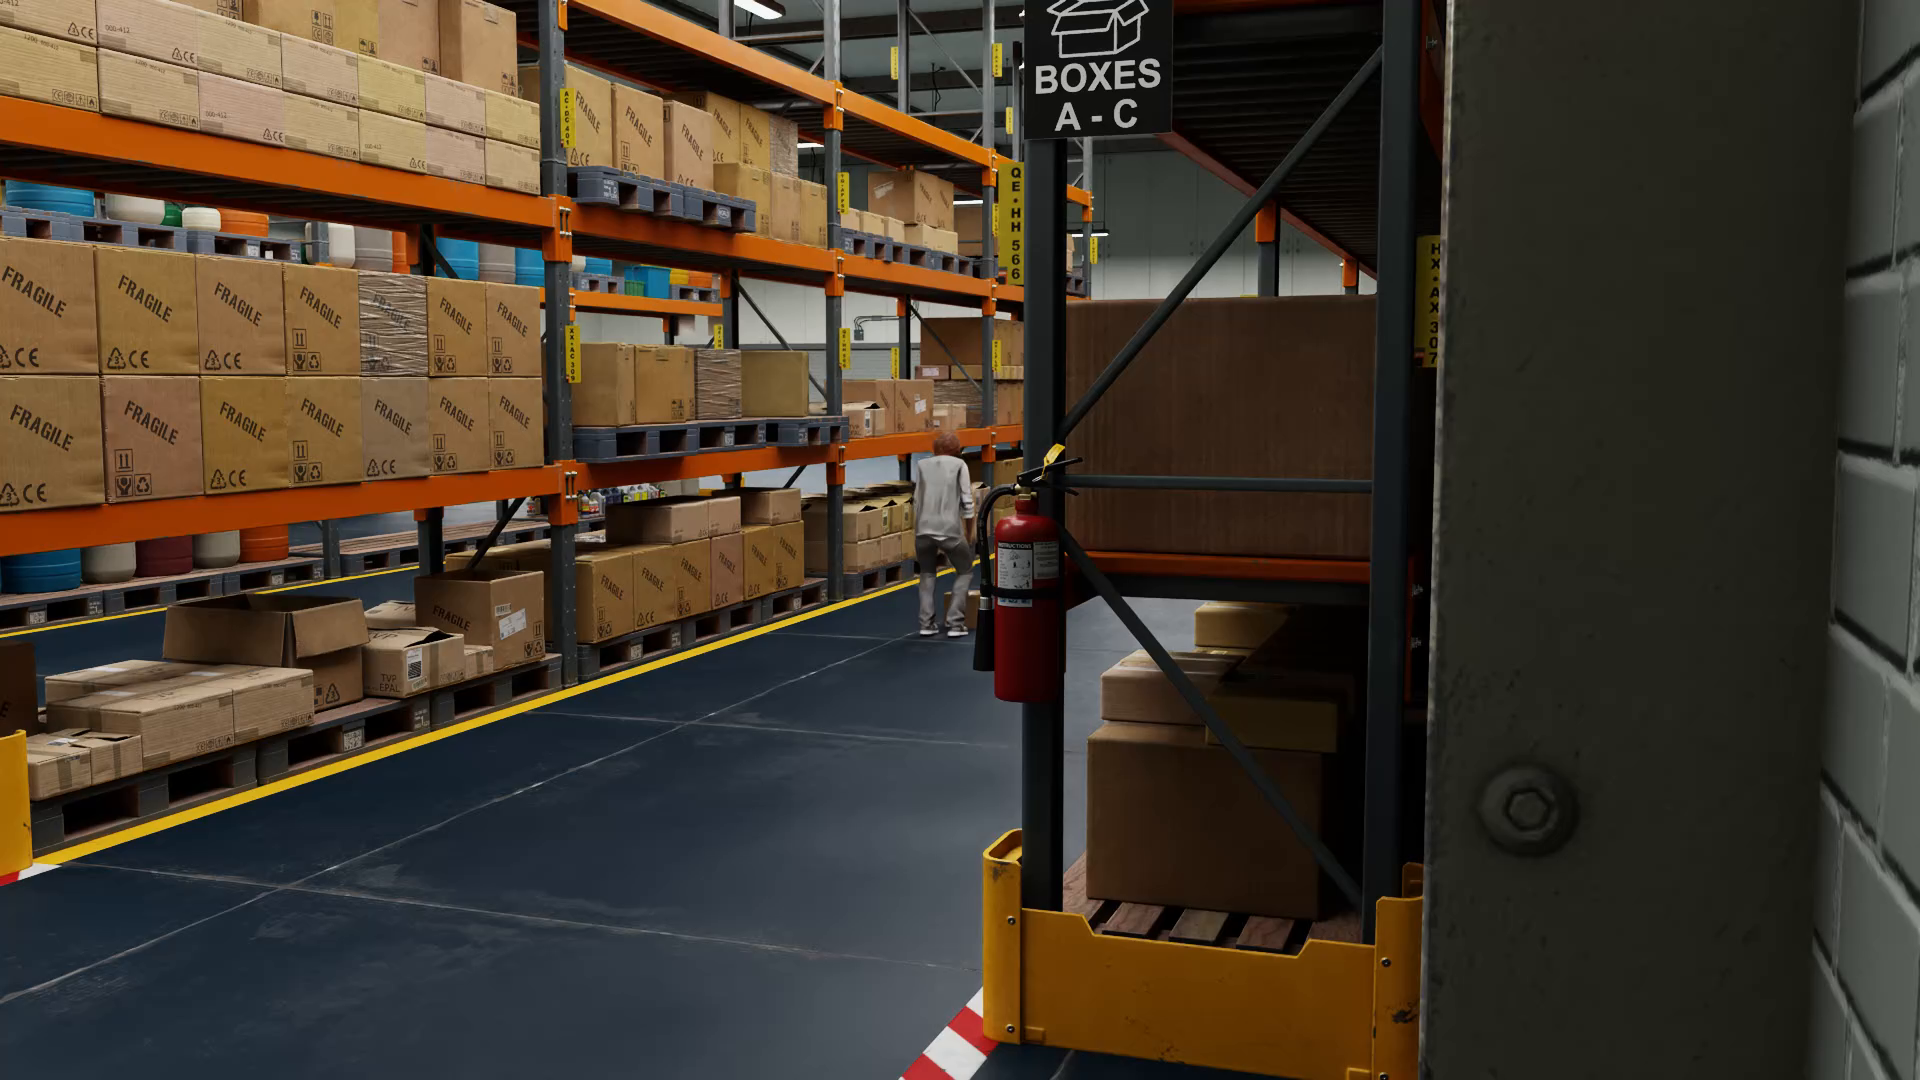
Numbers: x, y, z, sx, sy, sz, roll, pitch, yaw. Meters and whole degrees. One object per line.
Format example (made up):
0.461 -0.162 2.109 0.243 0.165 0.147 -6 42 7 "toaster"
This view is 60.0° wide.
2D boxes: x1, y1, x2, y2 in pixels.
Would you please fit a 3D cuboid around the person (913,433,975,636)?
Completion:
-0.138 0.038 11.681 0.456 1.279 0.560 2 6 19 "person"
